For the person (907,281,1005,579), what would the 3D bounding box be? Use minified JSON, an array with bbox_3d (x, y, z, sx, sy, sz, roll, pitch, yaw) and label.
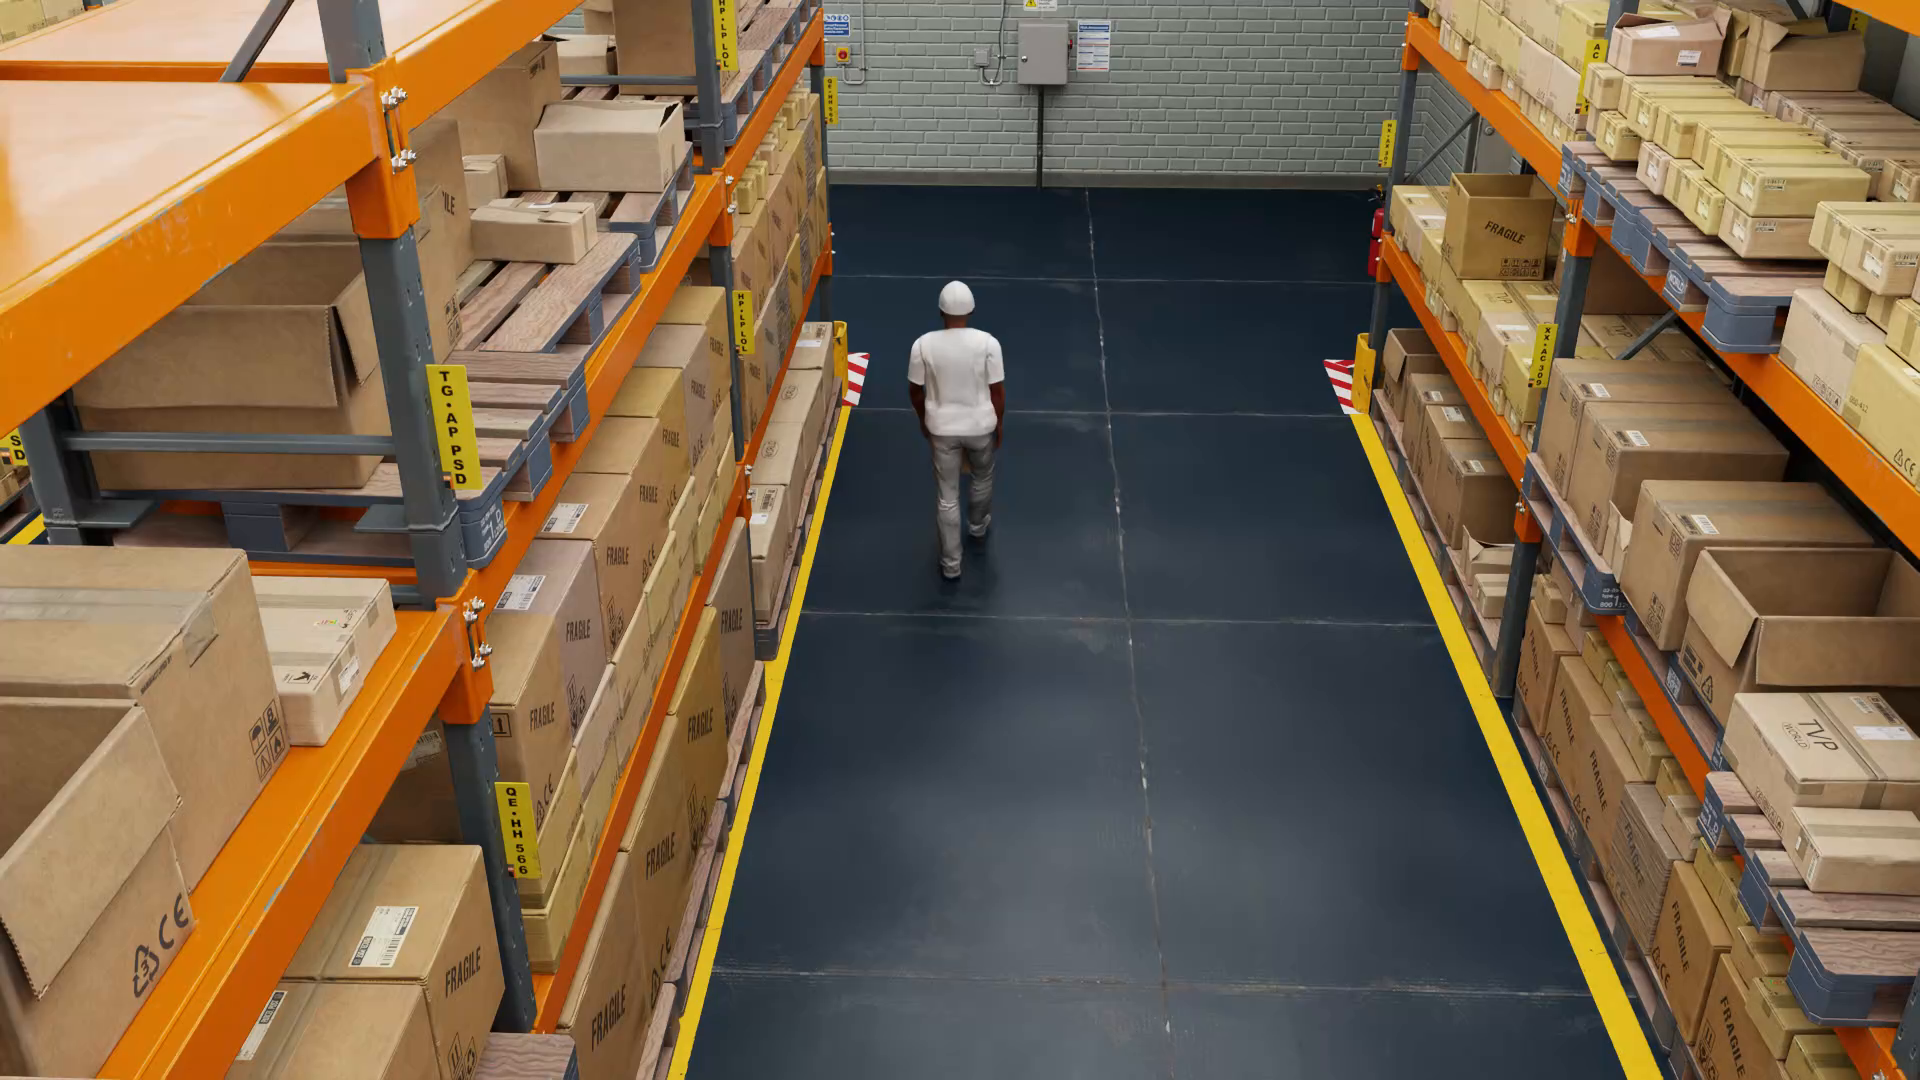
[{"bbox_3d":[-0.021,-0.721,9.944,0.572,1.741,0.834,0,28,0],"label":"person"}]
